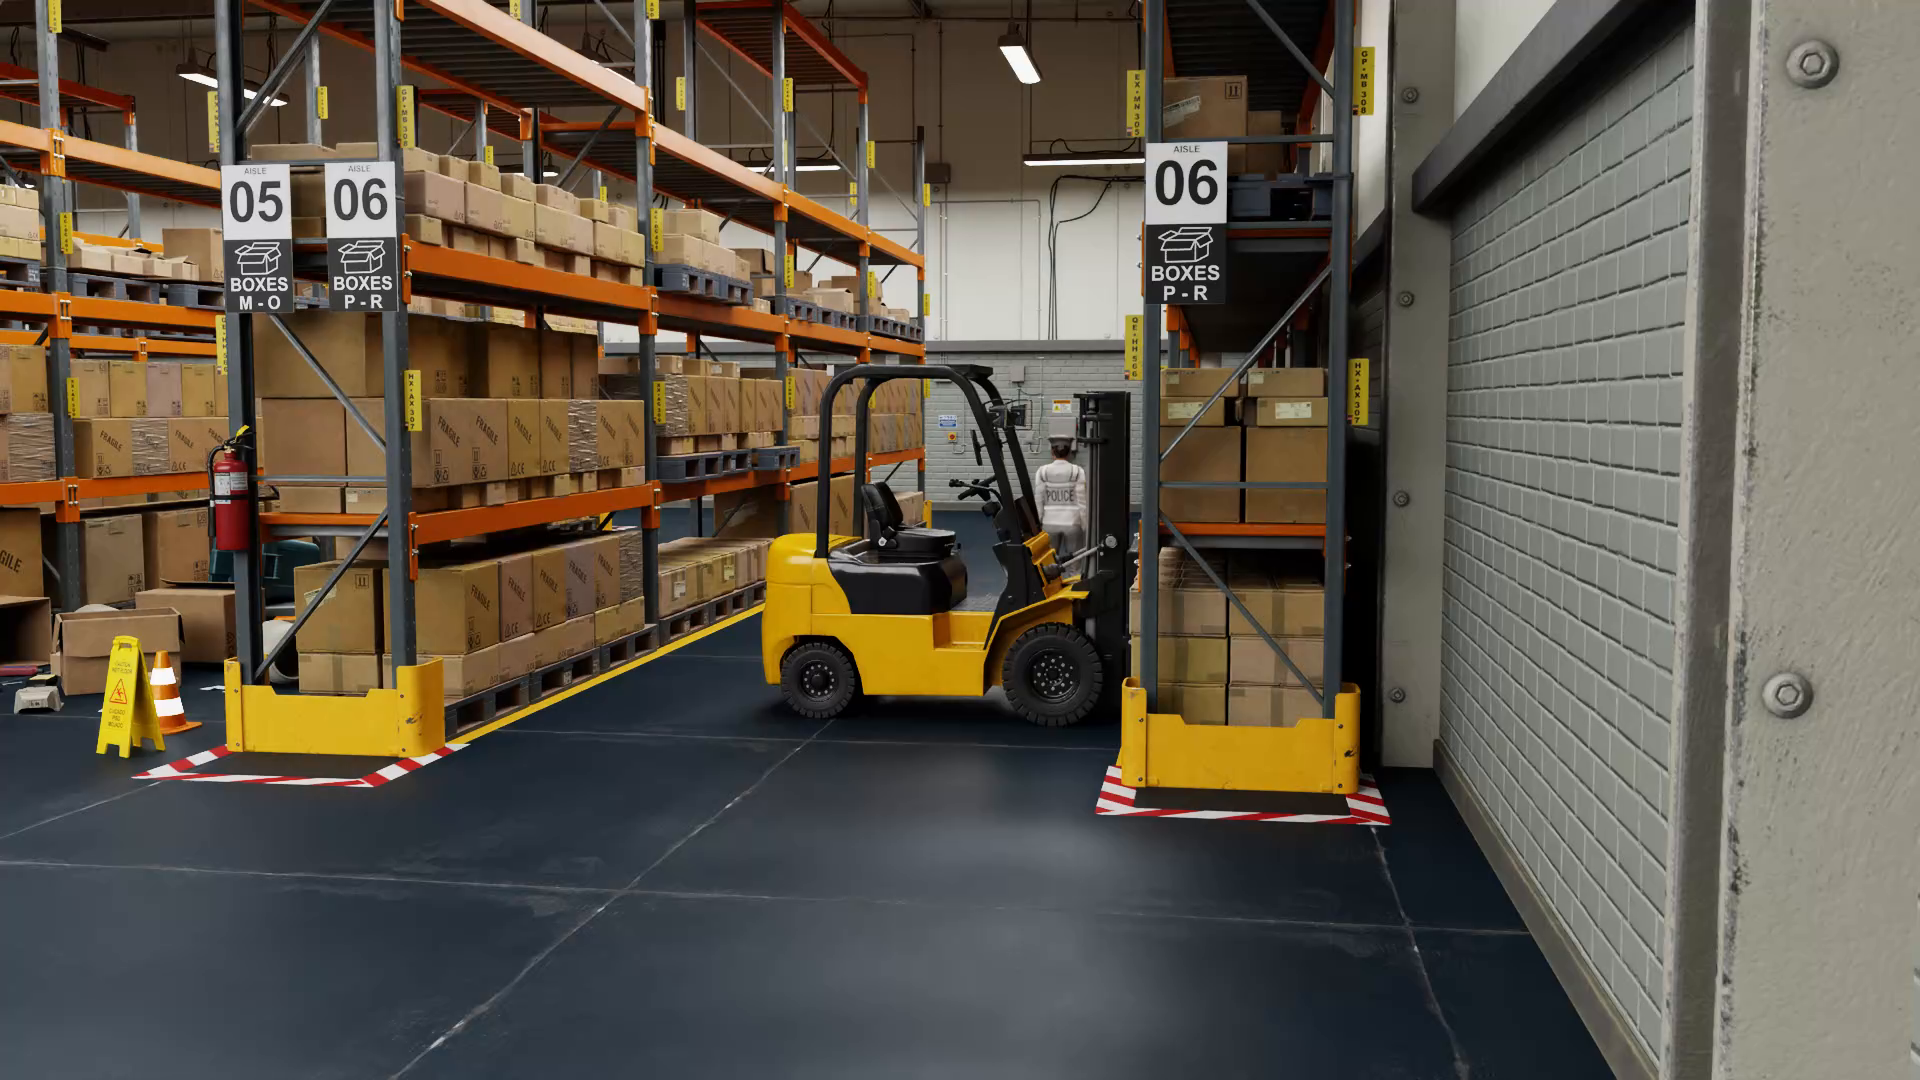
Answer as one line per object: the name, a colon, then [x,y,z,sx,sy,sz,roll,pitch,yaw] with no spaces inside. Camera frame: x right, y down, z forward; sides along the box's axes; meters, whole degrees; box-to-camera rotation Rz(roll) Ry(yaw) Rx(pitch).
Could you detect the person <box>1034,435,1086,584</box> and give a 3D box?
person: [0.870,-0.078,14.460,0.476,1.659,0.338,1,5,10]
